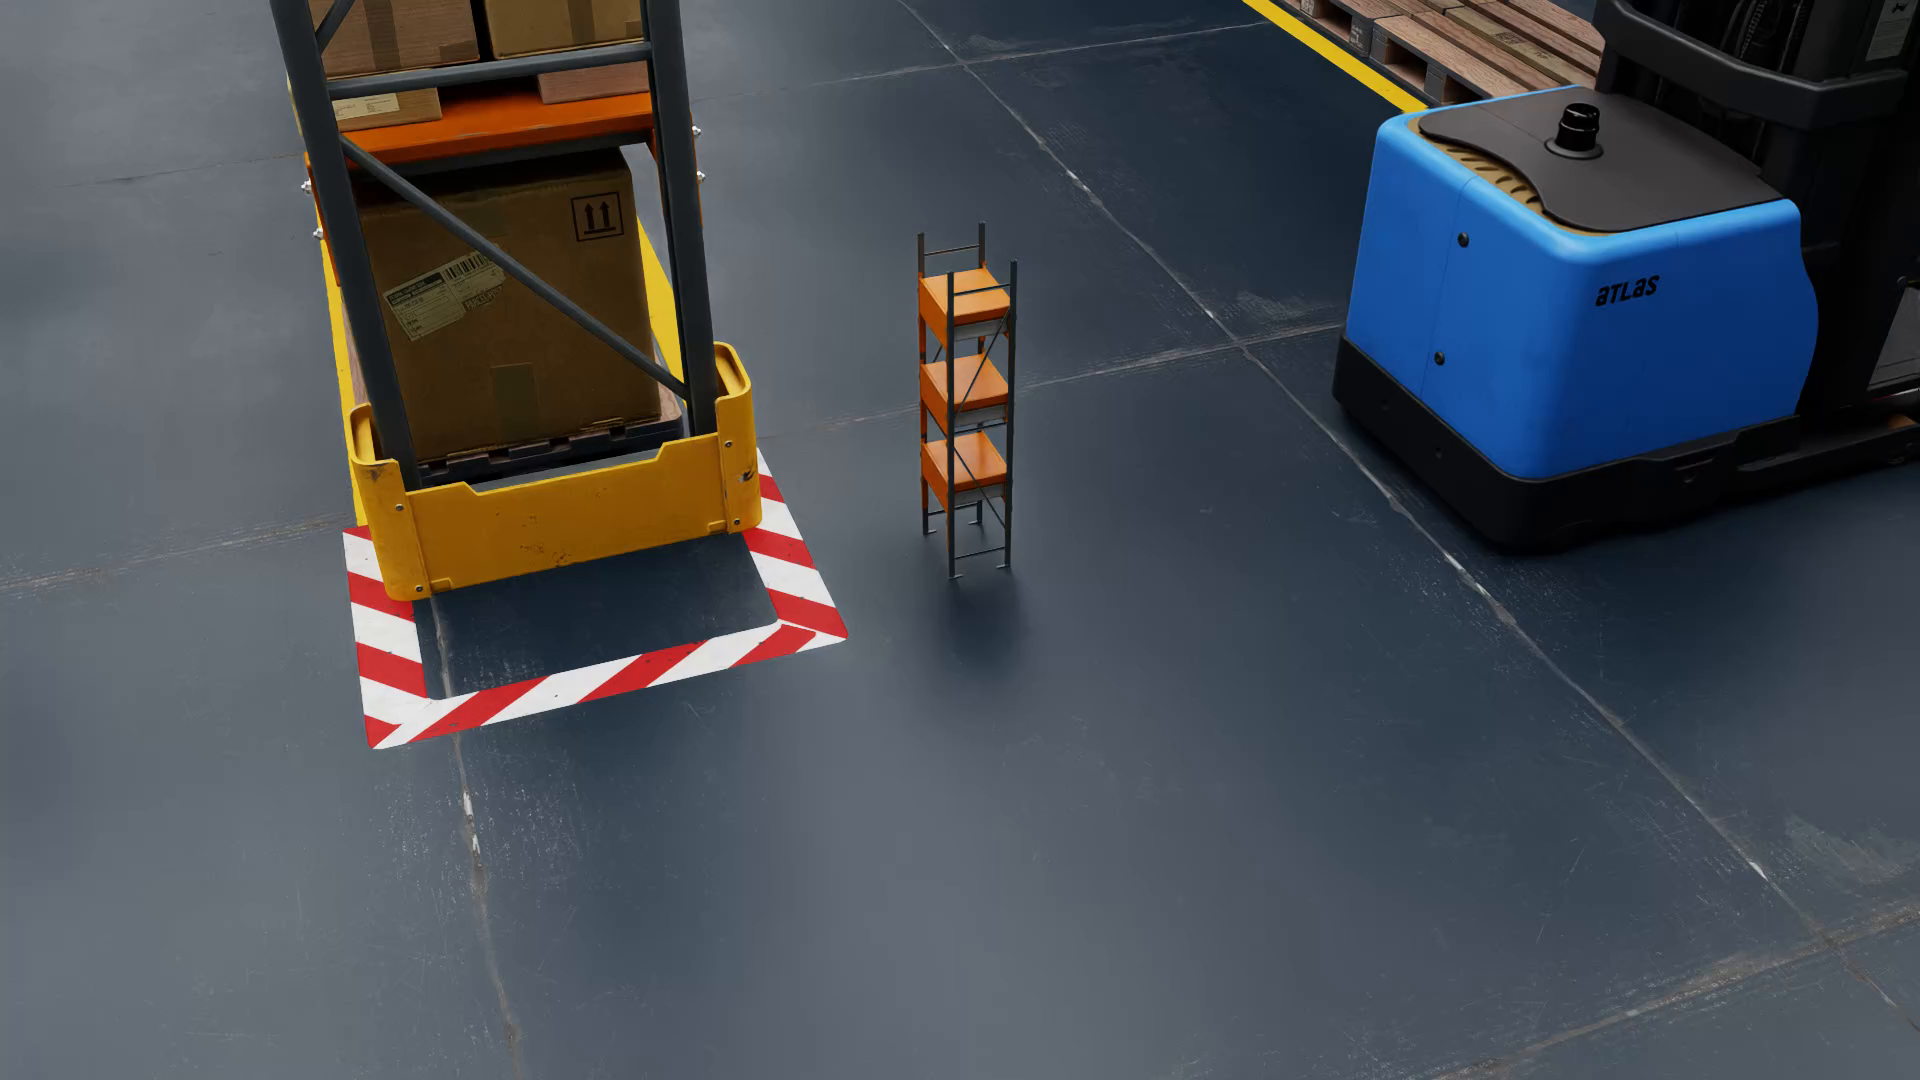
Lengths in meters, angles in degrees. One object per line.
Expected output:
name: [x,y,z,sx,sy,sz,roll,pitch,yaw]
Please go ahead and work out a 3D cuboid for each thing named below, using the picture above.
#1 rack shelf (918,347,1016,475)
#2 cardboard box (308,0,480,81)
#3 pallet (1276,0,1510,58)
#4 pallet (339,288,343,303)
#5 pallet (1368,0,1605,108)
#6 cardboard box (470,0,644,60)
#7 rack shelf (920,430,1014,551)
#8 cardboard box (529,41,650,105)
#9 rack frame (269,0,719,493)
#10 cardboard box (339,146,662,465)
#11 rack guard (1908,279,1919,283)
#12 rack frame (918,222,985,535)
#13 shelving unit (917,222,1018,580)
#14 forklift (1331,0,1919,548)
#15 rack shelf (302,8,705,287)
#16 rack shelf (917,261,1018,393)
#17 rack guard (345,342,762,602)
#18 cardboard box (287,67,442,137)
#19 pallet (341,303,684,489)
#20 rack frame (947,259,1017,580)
rack shelf: [0.018,-0.381,4.900,0.215,0.259,0.240,-12,39,-16]
cardboard box: [-1.648,-1.510,4.639,0.500,0.250,0.500,-13,39,-17]
pallet: [2.331,-2.996,9.052,1.003,0.211,1.213,-12,39,-16]
pallet: [-1.997,-1.242,6.723,1.003,0.211,1.213,-12,39,-16]
pallet: [2.755,-2.306,8.136,1.003,0.211,1.213,-12,39,-16]
cardboard box: [-1.144,-1.618,4.783,0.500,0.250,0.500,-13,39,-17]
rack shelf: [0.018,-0.159,5.068,0.215,0.259,0.240,-12,39,-16]
cardboard box: [-1.045,-1.401,4.825,0.380,0.149,0.250,-12,39,-15]
rack frame: [-1.232,-1.232,4.393,1.000,3.000,0.127,-12,39,-16]
cardboard box: [-1.528,-0.896,5.364,0.875,0.875,0.875,-12,39,-16]
rack guard: [3.439,-1.248,6.492,1.175,0.500,0.348,-12,39,-16]
rack frame: [-0.024,-0.458,4.985,0.200,1.050,0.008,-12,39,-16]
shelving unit: [0.018,-0.389,4.894,0.215,1.050,0.252,-12,39,-16]
forklift: [2.868,-1.707,5.080,3.031,2.935,1.130,-14,39,-17]
rack shelf: [-1.921,-2.075,6.109,1.077,0.370,4.000,-12,39,-16]
rack shelf: [0.018,-0.607,4.730,0.215,0.259,0.240,-12,39,-16]
rack guard: [-1.224,-0.220,5.127,1.175,0.500,0.348,-12,39,-16]
cardboard box: [-1.664,-1.265,4.645,0.380,0.149,0.250,-12,39,-15]
pallet: [-1.581,-0.554,5.810,1.003,0.211,1.213,-12,39,-16]
rack frame: [0.060,-0.320,4.802,0.200,1.050,0.008,-12,39,-16]
